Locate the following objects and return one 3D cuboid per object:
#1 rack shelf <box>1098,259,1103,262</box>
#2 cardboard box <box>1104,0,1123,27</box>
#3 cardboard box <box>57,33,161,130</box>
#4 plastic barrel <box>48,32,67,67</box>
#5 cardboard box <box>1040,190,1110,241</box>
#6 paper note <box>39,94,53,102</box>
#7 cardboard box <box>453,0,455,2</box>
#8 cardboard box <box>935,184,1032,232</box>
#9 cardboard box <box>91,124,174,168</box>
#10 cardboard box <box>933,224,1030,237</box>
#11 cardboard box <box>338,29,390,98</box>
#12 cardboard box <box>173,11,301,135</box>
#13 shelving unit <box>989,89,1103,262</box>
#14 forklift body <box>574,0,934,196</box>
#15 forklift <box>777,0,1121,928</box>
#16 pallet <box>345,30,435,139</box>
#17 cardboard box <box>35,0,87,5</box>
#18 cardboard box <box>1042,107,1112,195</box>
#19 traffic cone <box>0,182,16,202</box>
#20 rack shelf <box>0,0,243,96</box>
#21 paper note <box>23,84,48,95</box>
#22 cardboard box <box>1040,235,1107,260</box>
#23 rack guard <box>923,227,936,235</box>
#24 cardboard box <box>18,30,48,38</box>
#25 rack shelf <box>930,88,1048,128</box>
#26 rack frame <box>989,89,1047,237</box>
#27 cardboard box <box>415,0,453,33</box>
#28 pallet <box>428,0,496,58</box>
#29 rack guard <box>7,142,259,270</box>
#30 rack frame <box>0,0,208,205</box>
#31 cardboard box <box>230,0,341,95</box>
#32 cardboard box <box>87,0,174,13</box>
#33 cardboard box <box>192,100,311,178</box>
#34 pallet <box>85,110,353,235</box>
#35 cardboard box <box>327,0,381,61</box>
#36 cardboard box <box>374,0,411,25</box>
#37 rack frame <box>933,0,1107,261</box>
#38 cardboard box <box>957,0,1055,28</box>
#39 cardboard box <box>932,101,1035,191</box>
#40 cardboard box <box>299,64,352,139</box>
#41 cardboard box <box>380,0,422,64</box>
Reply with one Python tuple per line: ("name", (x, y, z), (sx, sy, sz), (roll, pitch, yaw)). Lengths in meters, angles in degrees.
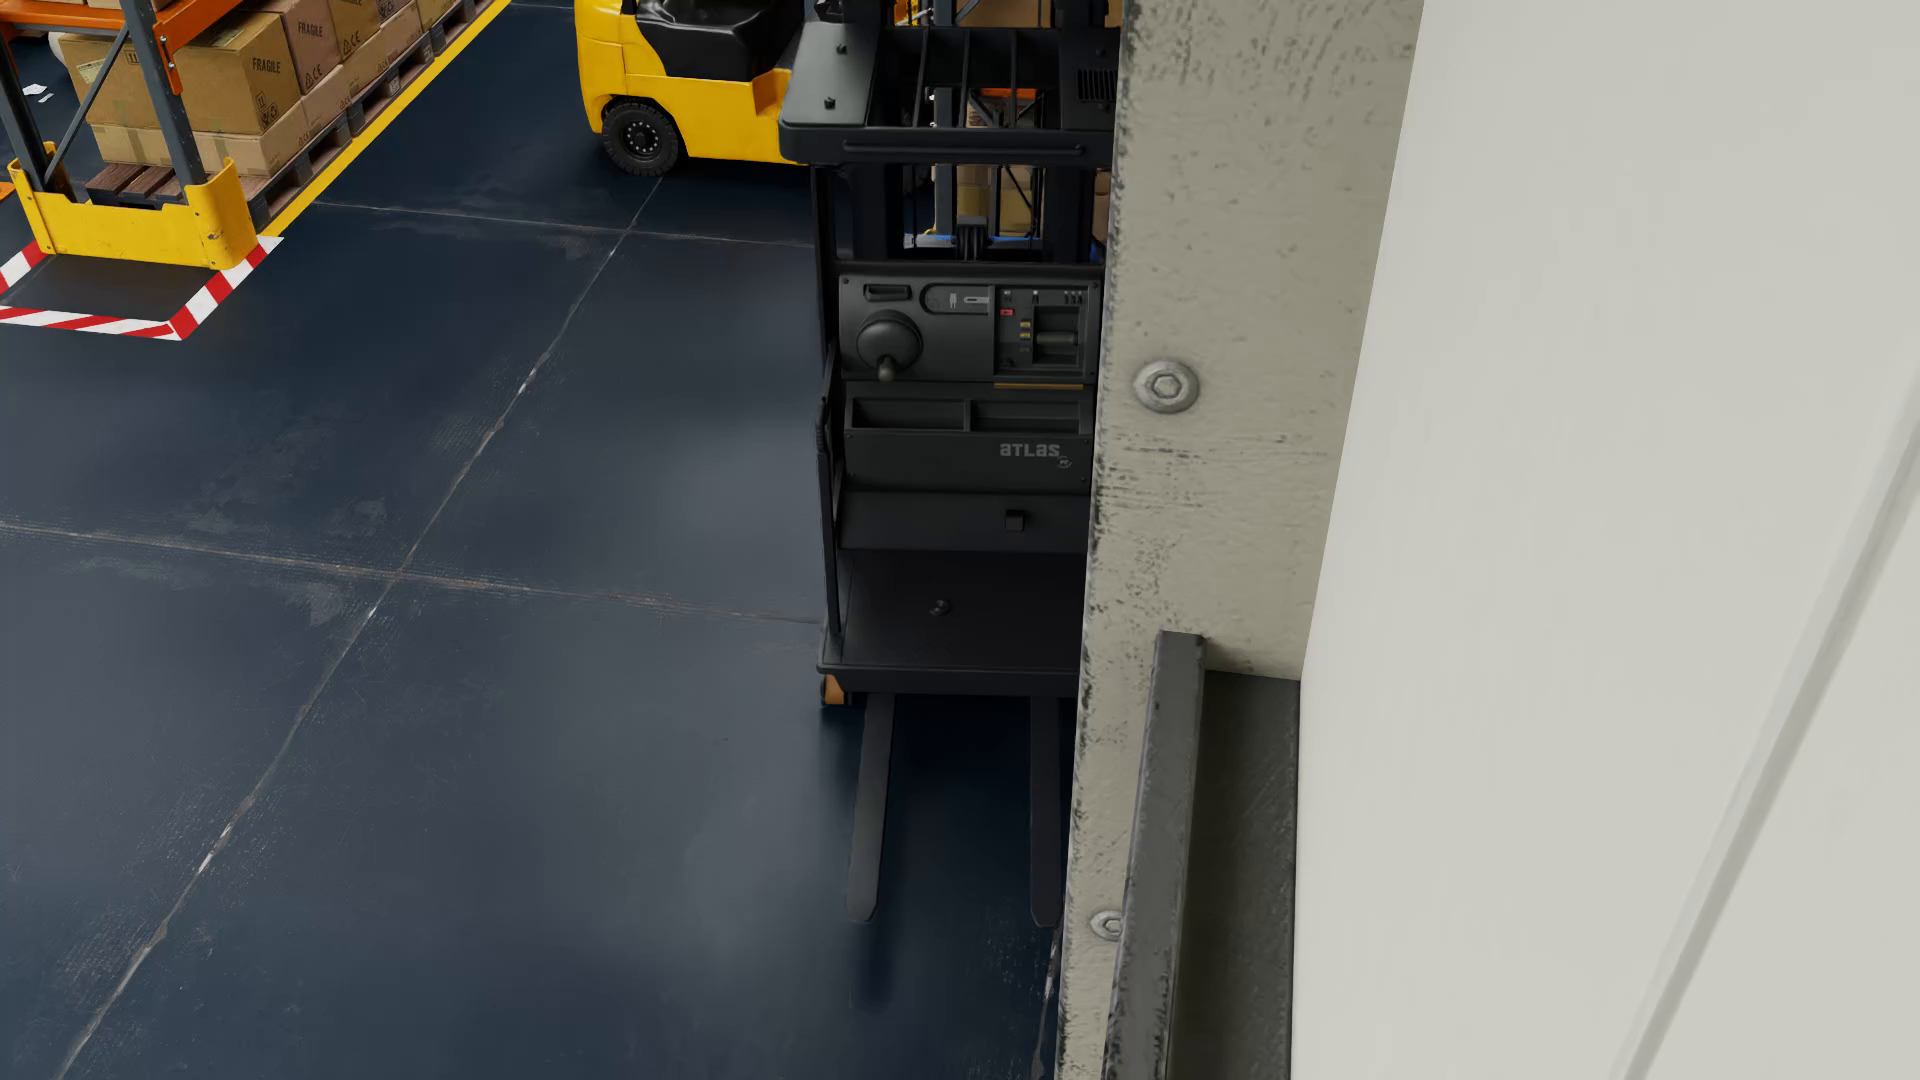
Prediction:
("rack shelf", (0.703, -1.069, 7.632), (1.000, 0.185, 0.538), (18, 41, 21))
("cardboard box", (0.743, -2.513, 7.856), (0.500, 0.500, 0.500), (8, 40, 9))
("cardboard box", (-4.624, -2.661, 9.355), (0.500, 0.500, 0.500), (7, 40, 8))
("plastic barrel", (-5.640, -3.209, 10.799), (0.421, 0.421, 0.512), (-28, 47, -30))
("cardboard box", (0.669, -1.761, 8.462), (0.500, 0.250, 0.500), (7, 40, 8))
("paper note", (-5.867, -2.839, 10.676), (0.032, 0.001, 0.123), (6, 40, 8))
("cardboard box", (-3.651, -3.951, 11.502), (0.500, 0.250, 0.500), (8, 40, 10))
("cardboard box", (0.160, -1.828, 8.543), (0.500, 0.250, 0.500), (6, 40, 7))
("cardboard box", (-4.627, -2.393, 9.618), (0.500, 0.250, 0.500), (6, 40, 7))
("cardboard box", (0.154, -1.626, 8.690), (0.500, 0.250, 0.500), (7, 40, 8))
("cardboard box", (-3.916, -2.980, 10.329), (0.500, 0.250, 0.500), (9, 40, 11))
("cardboard box", (-4.091, -2.621, 9.305), (0.500, 0.500, 0.500), (5, 40, 6))
("shelving unit", (0.707, -1.212, 7.523), (1.048, 1.500, 0.538), (18, 41, 21))
("forklift body", (-1.085, -3.258, 9.502), (2.313, 2.155, 1.214), (6, 40, 8))
("forklift", (0.029, -0.677, 5.768), (1.130, 2.935, 3.031), (1, 40, 2))
("pallet", (-4.104, -2.981, 10.690), (1.003, 0.211, 1.213), (6, 40, 8))
("cardboard box", (-4.652, -2.900, 8.601), (0.380, 0.149, 0.250), (8, 40, 9))
("cardboard box", (0.653, -1.962, 8.313), (0.500, 0.250, 0.500), (6, 40, 7))
("traffic cone", (-5.702, -2.173, 9.515), (0.336, 0.463, 0.334), (6, 40, 8))
("rack shelf", (-4.160, -3.717, 9.956), (1.077, 0.370, 4.000), (6, 40, 8))
("paper note", (-6.008, -2.919, 10.766), (0.148, 0.019, 0.142), (20, 44, 23))
("cardboard box", (0.661, -1.583, 8.638), (0.500, 0.250, 0.500), (7, 40, 8))
("rack guard", (0.379, -1.215, 8.328), (1.175, 0.500, 0.348), (6, 40, 8))
("cardboard box", (-6.542, -3.798, 11.343), (0.797, 0.637, 0.503), (6, 40, 8))
("rack shelf", (0.729, -3.172, 9.297), (1.077, 0.370, 4.000), (6, 40, 8))
("rack frame", (0.254, -1.359, 7.701), (0.032, 1.500, 0.500), (18, 41, 21))
("cardboard box", (-3.734, -3.615, 11.097), (0.500, 0.250, 0.500), (5, 40, 6))
("pallet", (-3.895, -3.749, 11.619), (1.003, 0.211, 1.213), (6, 40, 8))
("rack guard", (-4.493, -1.823, 9.063), (1.175, 0.500, 0.348), (6, 40, 8))
("rack frame", (-4.506, -2.739, 8.208), (1.000, 3.000, 0.127), (6, 40, 8))
("cardboard box", (-4.004, -2.949, 9.703), (0.500, 0.500, 0.500), (5, 40, 6))
("cardboard box", (-4.243, -2.832, 8.519), (0.380, 0.149, 0.250), (7, 40, 8))
("cardboard box", (-4.094, -2.317, 9.526), (0.500, 0.250, 0.500), (6, 40, 7))
("pallet", (-4.318, -2.218, 9.767), (1.003, 0.211, 1.213), (6, 40, 8))
("cardboard box", (-3.910, -3.263, 10.083), (0.500, 0.500, 0.500), (7, 40, 9))
("cardboard box", (-3.825, -3.600, 10.489), (0.500, 0.500, 0.500), (8, 40, 10))
("rack frame", (0.383, -2.194, 7.549), (1.000, 3.000, 0.127), (6, 40, 8))
("cardboard box", (0.210, -2.570, 7.926), (0.500, 0.500, 0.500), (6, 40, 7))
("cardboard box", (0.156, -2.005, 8.364), (0.500, 0.250, 0.500), (8, 40, 9))
("cardboard box", (-3.998, -2.636, 9.913), (0.500, 0.250, 0.500), (8, 40, 9))
("cardboard box", (-3.826, -3.297, 10.712), (0.500, 0.250, 0.500), (7, 40, 8))
